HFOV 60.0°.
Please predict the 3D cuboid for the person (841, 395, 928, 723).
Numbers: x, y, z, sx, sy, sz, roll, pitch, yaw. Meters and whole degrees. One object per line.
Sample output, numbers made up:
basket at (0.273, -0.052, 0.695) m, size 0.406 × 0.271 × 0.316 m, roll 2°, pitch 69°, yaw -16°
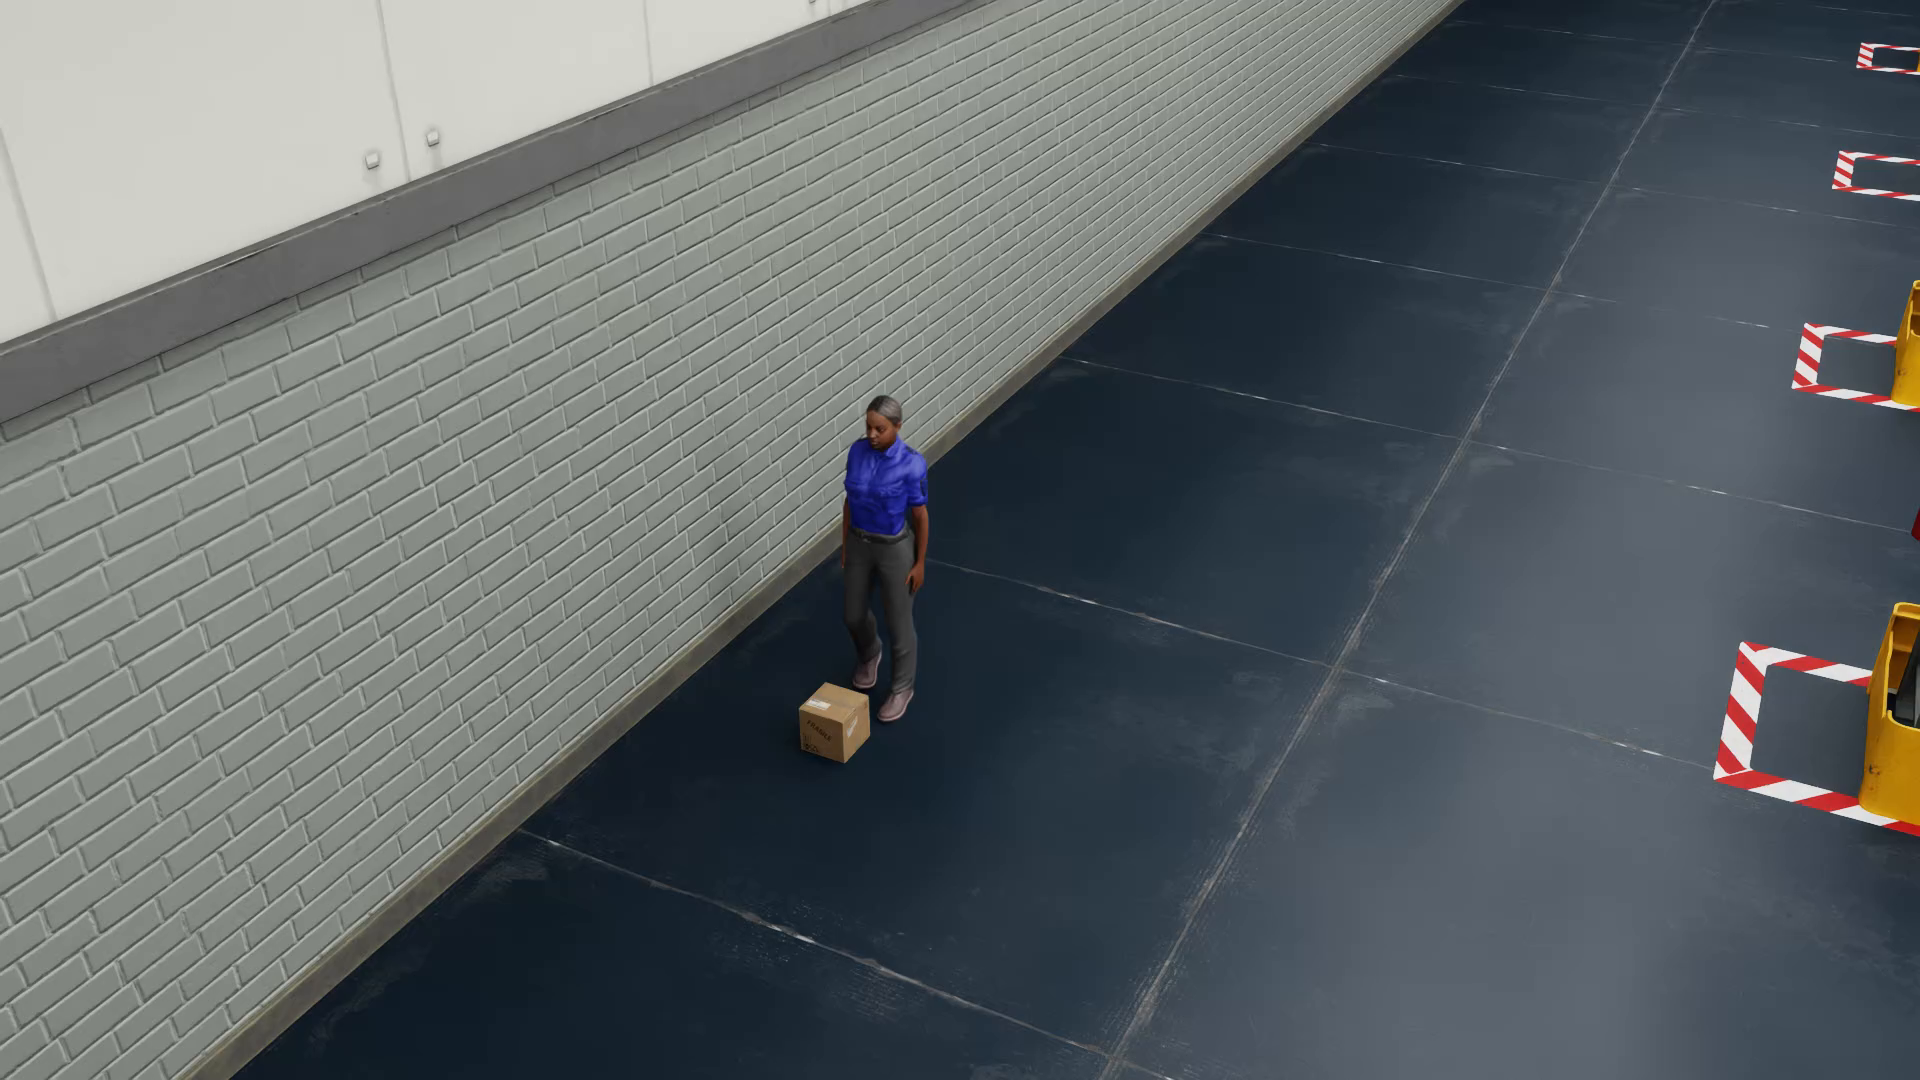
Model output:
person at (-0.383, 0.077, 8.156) m, size 0.462 × 1.667 × 0.460 m, roll 15°, pitch 33°, yaw 24°
